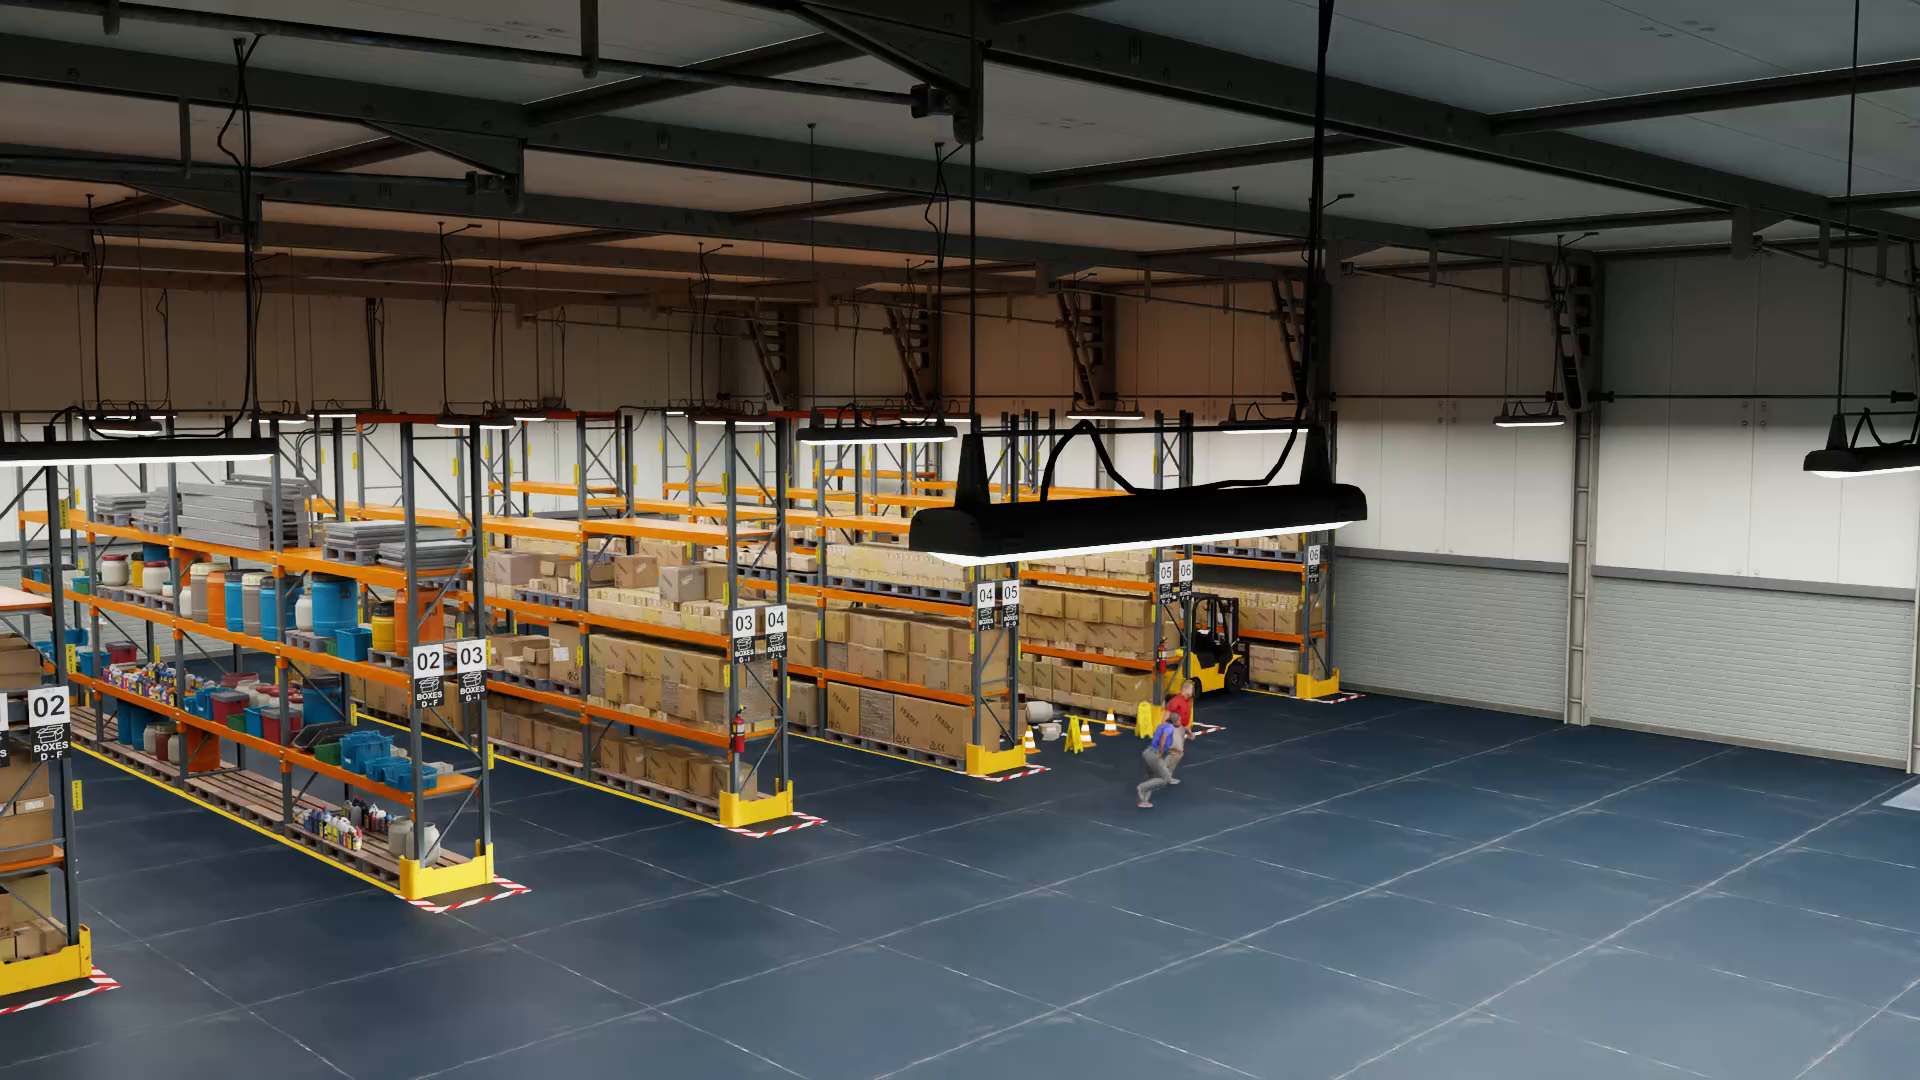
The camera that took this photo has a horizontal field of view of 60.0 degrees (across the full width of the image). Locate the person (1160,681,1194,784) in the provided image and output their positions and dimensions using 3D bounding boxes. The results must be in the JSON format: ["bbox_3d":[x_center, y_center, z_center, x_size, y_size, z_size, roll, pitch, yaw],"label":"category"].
[{"bbox_3d":[3.487,3.144,27.109,0.570,1.689,0.709,3,6,29],"label":"person"}]

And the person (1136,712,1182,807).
[{"bbox_3d":[3.085,3.390,25.535,0.771,1.473,0.593,-1,5,-16],"label":"person"}]

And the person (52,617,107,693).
[{"bbox_3d":[-18.632,2.450,35.158,1.109,1.604,0.698,-1,5,-10],"label":"person"}]
